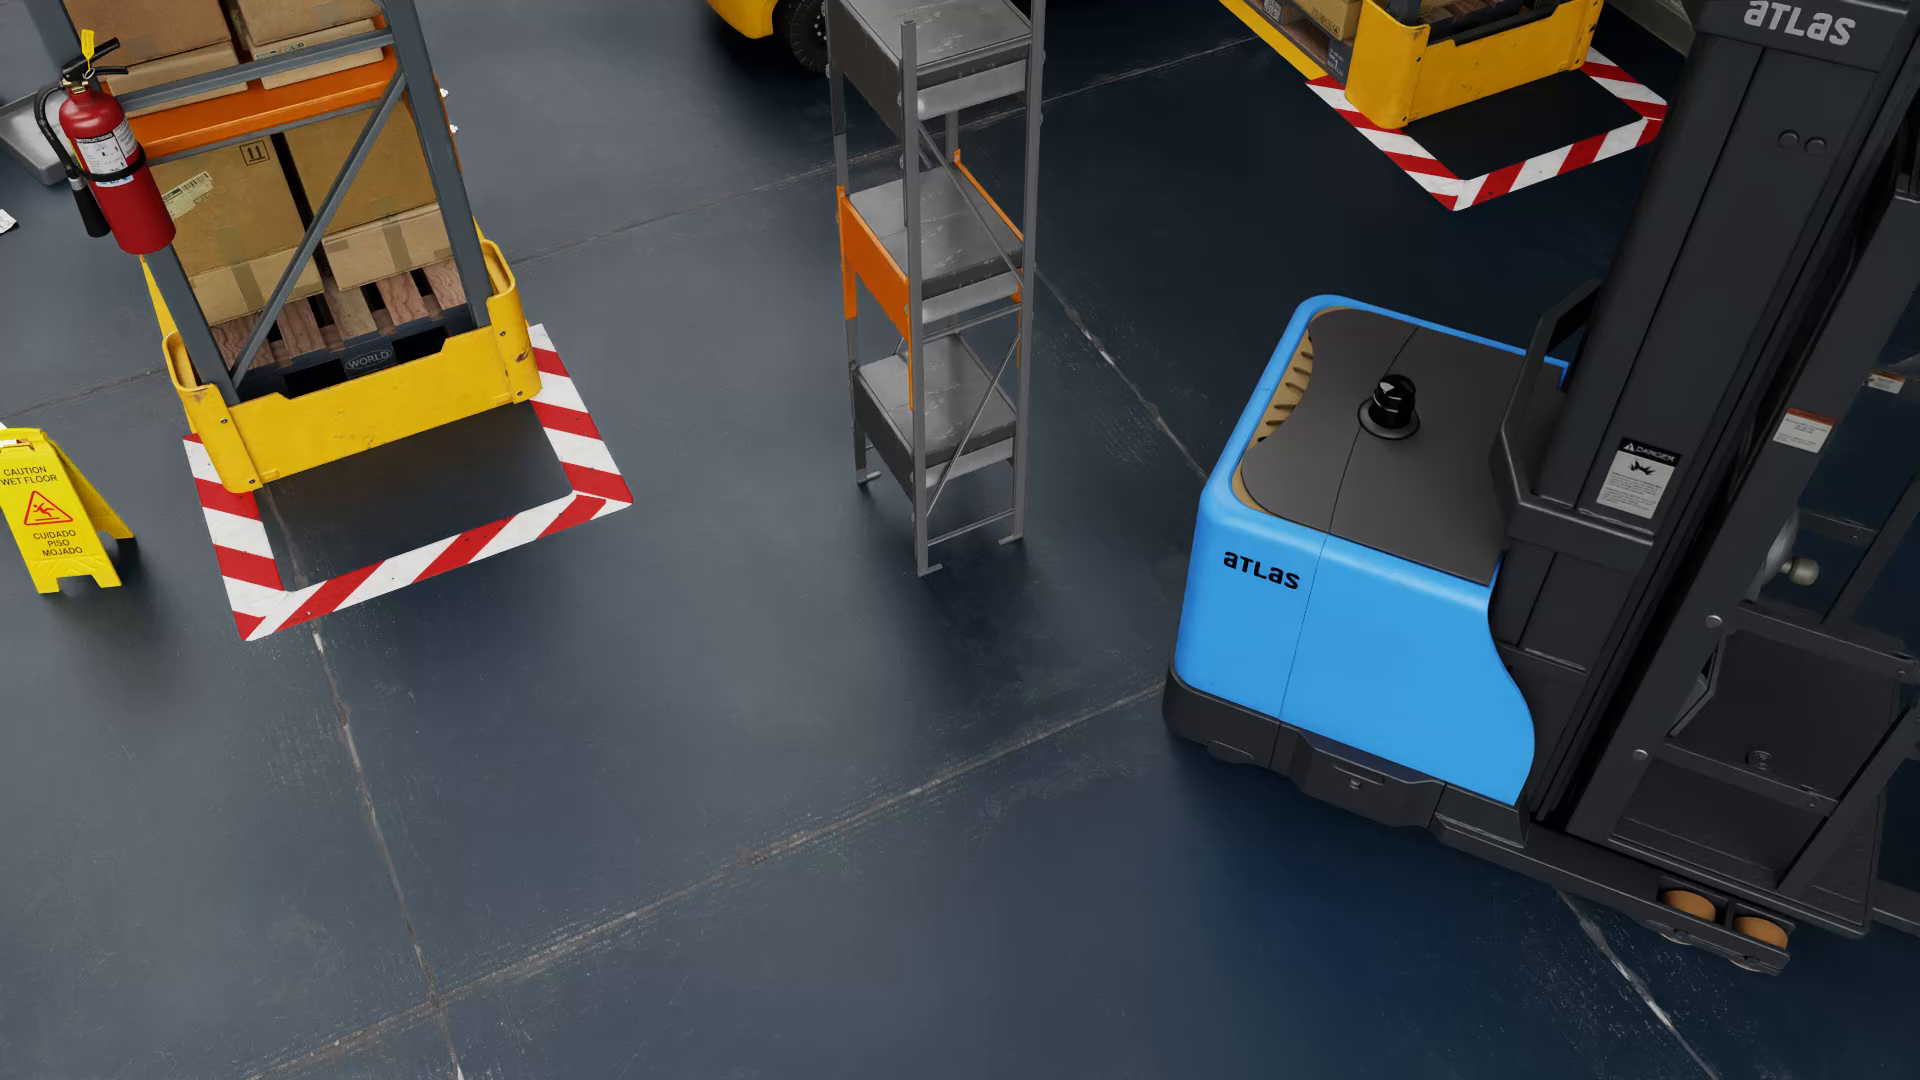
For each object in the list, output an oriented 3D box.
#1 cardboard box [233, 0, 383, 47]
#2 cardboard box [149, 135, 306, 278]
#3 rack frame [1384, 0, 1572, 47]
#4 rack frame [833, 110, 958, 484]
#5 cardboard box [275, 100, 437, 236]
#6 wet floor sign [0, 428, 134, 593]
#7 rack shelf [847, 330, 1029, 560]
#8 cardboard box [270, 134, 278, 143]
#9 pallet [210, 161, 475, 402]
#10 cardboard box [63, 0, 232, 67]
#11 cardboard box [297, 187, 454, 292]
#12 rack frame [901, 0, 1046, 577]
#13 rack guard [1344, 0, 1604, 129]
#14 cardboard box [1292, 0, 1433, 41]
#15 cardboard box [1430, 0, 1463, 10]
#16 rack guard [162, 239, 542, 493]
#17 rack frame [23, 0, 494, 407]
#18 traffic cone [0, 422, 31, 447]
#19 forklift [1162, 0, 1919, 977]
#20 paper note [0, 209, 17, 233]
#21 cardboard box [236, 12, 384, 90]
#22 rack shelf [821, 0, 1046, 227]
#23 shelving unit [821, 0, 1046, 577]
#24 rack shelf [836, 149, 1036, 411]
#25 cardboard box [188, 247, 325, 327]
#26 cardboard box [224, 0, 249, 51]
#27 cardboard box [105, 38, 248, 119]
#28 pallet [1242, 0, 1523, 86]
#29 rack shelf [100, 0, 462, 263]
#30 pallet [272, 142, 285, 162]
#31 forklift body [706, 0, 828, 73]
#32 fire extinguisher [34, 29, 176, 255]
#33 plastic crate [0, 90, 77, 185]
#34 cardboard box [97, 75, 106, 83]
[{"bbox_3d":[-2.084,-1.944,5.194,0.500,0.500,0.500,-22,52,-18],"label":"cardboard box"},{"bbox_3d":[-2.712,-1.327,5.968,0.500,0.500,0.500,-21,52,-17],"label":"cardboard box"},{"bbox_3d":[2.298,-3.113,6.480,1.000,3.000,0.127,-21,52,-18],"label":"rack frame"},{"bbox_3d":[-0.187,-0.965,5.199,0.400,2.100,0.015,-21,52,-18],"label":"rack frame"},{"bbox_3d":[-2.249,-1.532,6.146,0.500,0.500,0.500,-23,53,-19],"label":"cardboard box"},{"bbox_3d":[-2.978,-0.130,5.435,0.267,0.644,0.232,-5,49,-5],"label":"wet floor sign"},{"bbox_3d":[-0.076,-0.332,5.594,0.431,0.518,0.480,-21,52,-18],"label":"rack shelf"},{"bbox_3d":[-2.725,-1.974,7.032,0.500,0.250,0.500,-18,51,-15],"label":"cardboard box"},{"bbox_3d":[-2.489,-1.090,6.563,1.003,0.211,1.213,-21,52,-18],"label":"pallet"},{"bbox_3d":[-2.607,-1.800,5.068,0.500,0.500,0.500,-22,52,-18],"label":"cardboard box"},{"bbox_3d":[-2.237,-1.269,6.415,0.500,0.250,0.500,-22,52,-18],"label":"cardboard box"},{"bbox_3d":[0.036,-0.639,4.914,0.400,2.100,0.015,-21,52,-18],"label":"rack frame"},{"bbox_3d":[2.309,-2.274,7.407,1.175,0.500,0.348,-21,52,-18],"label":"rack guard"},{"bbox_3d":[1.802,-2.552,7.537,0.500,0.250,0.500,-21,52,-17],"label":"cardboard box"},{"bbox_3d":[2.247,-2.742,7.703,0.500,0.250,0.500,-21,52,-17],"label":"cardboard box"},{"bbox_3d":[-2.149,-0.629,5.968,1.175,0.500,0.348,-21,52,-18],"label":"rack guard"},{"bbox_3d":[-2.114,-1.401,4.983,1.000,3.000,0.127,-21,52,-18],"label":"rack frame"},{"bbox_3d":[-3.458,-0.409,5.801,0.336,0.463,0.334,-21,52,-18],"label":"traffic cone"},{"bbox_3d":[2.188,-0.212,3.988,3.031,2.935,1.130,20,52,16],"label":"forklift"},{"bbox_3d":[-3.997,-1.311,6.877,0.148,0.019,0.142,35,57,27],"label":"paper note"},{"bbox_3d":[-2.085,-1.617,5.338,0.380,0.149,0.250,-21,52,-17],"label":"cardboard box"},{"bbox_3d":[-0.076,-1.254,4.540,0.431,0.518,0.480,-21,52,-18],"label":"rack shelf"},{"bbox_3d":[-0.076,-0.802,5.057,0.431,2.100,0.503,-21,52,-18],"label":"shelving unit"},{"bbox_3d":[-0.076,-0.793,5.067,0.431,0.518,0.480,-21,52,-18],"label":"rack shelf"},{"bbox_3d":[-2.734,-1.098,6.266,0.500,0.250,0.500,-21,52,-18],"label":"cardboard box"},{"bbox_3d":[-2.214,-1.781,5.482,0.380,0.149,0.250,-20,52,-17],"label":"cardboard box"},{"bbox_3d":[-2.475,-1.495,5.232,0.380,0.149,0.250,-20,52,-16],"label":"cardboard box"},{"bbox_3d":[1.911,-2.693,7.965,1.003,0.211,1.213,-21,52,-18],"label":"pallet"},{"bbox_3d":[-3.029,-2.503,6.424,1.077,0.370,4.000,-21,52,-18],"label":"rack shelf"},{"bbox_3d":[-3.043,-1.905,7.276,1.003,0.211,1.213,-21,52,-18],"label":"pallet"},{"bbox_3d":[-0.192,-3.475,7.360,2.313,2.155,1.214,-21,52,-18],"label":"forklift body"},{"bbox_3d":[-2.471,-1.140,4.806,0.296,0.674,0.183,-21,52,-18],"label":"fire extinguisher"},{"bbox_3d":[-3.955,-1.784,7.257,0.583,0.080,0.402,35,57,27],"label":"plastic crate"},{"bbox_3d":[-2.690,-1.626,5.346,0.380,0.149,0.250,-22,52,-18],"label":"cardboard box"}]
